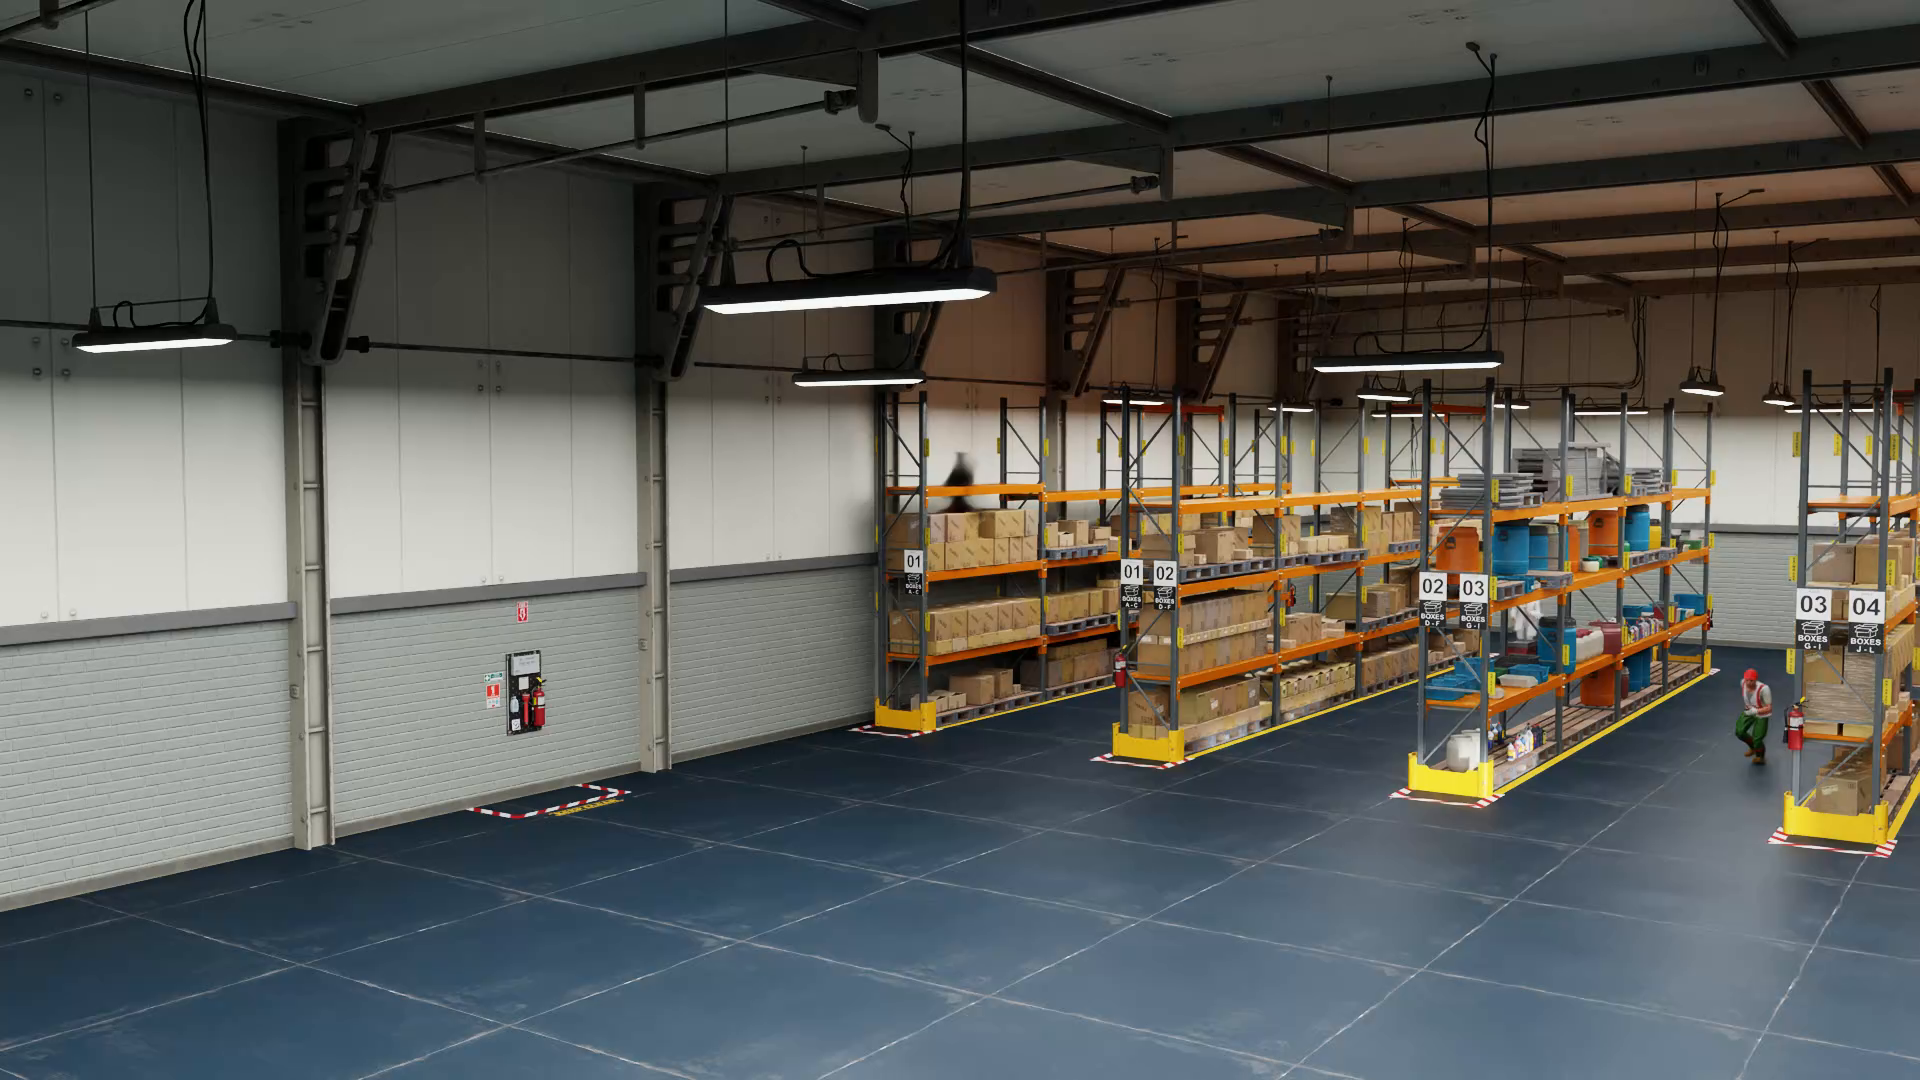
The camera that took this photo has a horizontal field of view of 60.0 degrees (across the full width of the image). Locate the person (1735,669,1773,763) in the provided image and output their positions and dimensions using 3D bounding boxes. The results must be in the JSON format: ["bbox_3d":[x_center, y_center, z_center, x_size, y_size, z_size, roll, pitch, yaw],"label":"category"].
[{"bbox_3d":[12.482,2.764,26.146,0.963,1.548,0.713,-2,4,-33],"label":"person"}]

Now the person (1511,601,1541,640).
[{"bbox_3d":[13.095,1.982,38.528,0.674,1.791,0.766,1,3,22],"label":"person"}]
